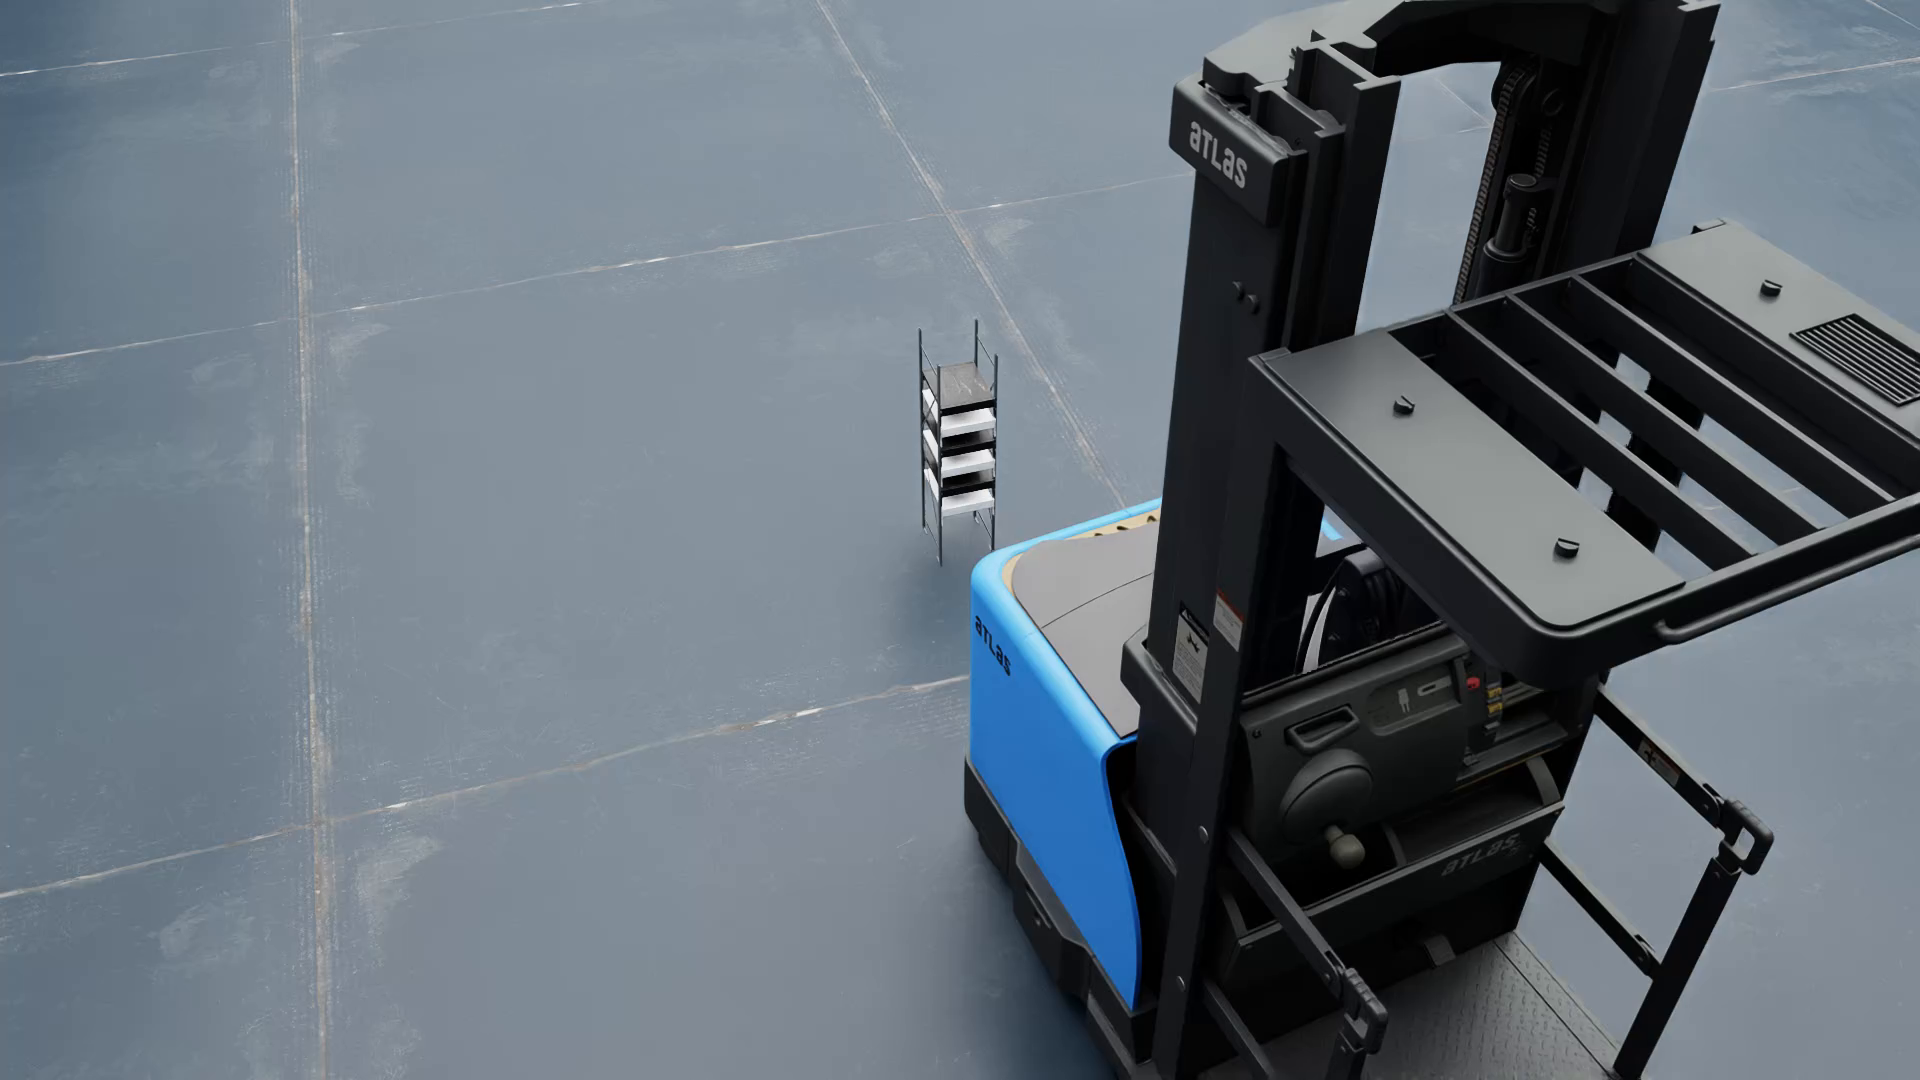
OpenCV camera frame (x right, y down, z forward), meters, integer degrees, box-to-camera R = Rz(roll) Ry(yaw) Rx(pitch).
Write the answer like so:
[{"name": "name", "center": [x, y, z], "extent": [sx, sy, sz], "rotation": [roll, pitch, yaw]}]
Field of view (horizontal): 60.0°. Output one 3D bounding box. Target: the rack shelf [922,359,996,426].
[{"name": "rack shelf", "center": [-0.008, -0.516, 5.796], "extent": [0.200, 0.077, 0.258], "rotation": [-12, 42, -13]}]

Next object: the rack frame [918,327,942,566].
[{"name": "rack frame", "center": [-0.105, -0.317, 5.929], "extent": [0.006, 0.900, 0.240], "rotation": [-12, 42, -13]}]

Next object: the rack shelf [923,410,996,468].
[{"name": "rack shelf", "center": [-0.008, -0.380, 5.915], "extent": [0.200, 0.077, 0.258], "rotation": [-12, 42, -13]}]

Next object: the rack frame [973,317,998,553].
[{"name": "rack frame", "center": [0.089, -0.357, 5.975], "extent": [0.006, 0.900, 0.240], "rotation": [-12, 42, -13]}]

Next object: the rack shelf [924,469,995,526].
[{"name": "rack shelf", "center": [-0.008, -0.177, 6.092], "extent": [0.200, 0.077, 0.258], "rotation": [-12, 42, -13]}]

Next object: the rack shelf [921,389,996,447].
[{"name": "rack shelf", "center": [-0.008, -0.448, 5.856], "extent": [0.200, 0.077, 0.258], "rotation": [-12, 42, -13]}]

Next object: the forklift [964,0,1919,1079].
[{"name": "forklift", "center": [1.108, 0.490, 3.461], "extent": [1.130, 2.935, 3.031], "rotation": [-18, 44, -19]}]

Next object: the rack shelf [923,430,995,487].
[{"name": "rack shelf", "center": [-0.008, -0.312, 5.974], "extent": [0.200, 0.077, 0.258], "rotation": [-12, 42, -13]}]

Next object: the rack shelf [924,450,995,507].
[{"name": "rack shelf", "center": [-0.008, -0.244, 6.033], "extent": [0.200, 0.077, 0.258], "rotation": [-12, 42, -13]}]

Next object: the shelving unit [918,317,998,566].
[{"name": "shelving unit", "center": [-0.008, -0.337, 5.952], "extent": [0.210, 0.900, 0.258], "rotation": [-12, 42, -13]}]
